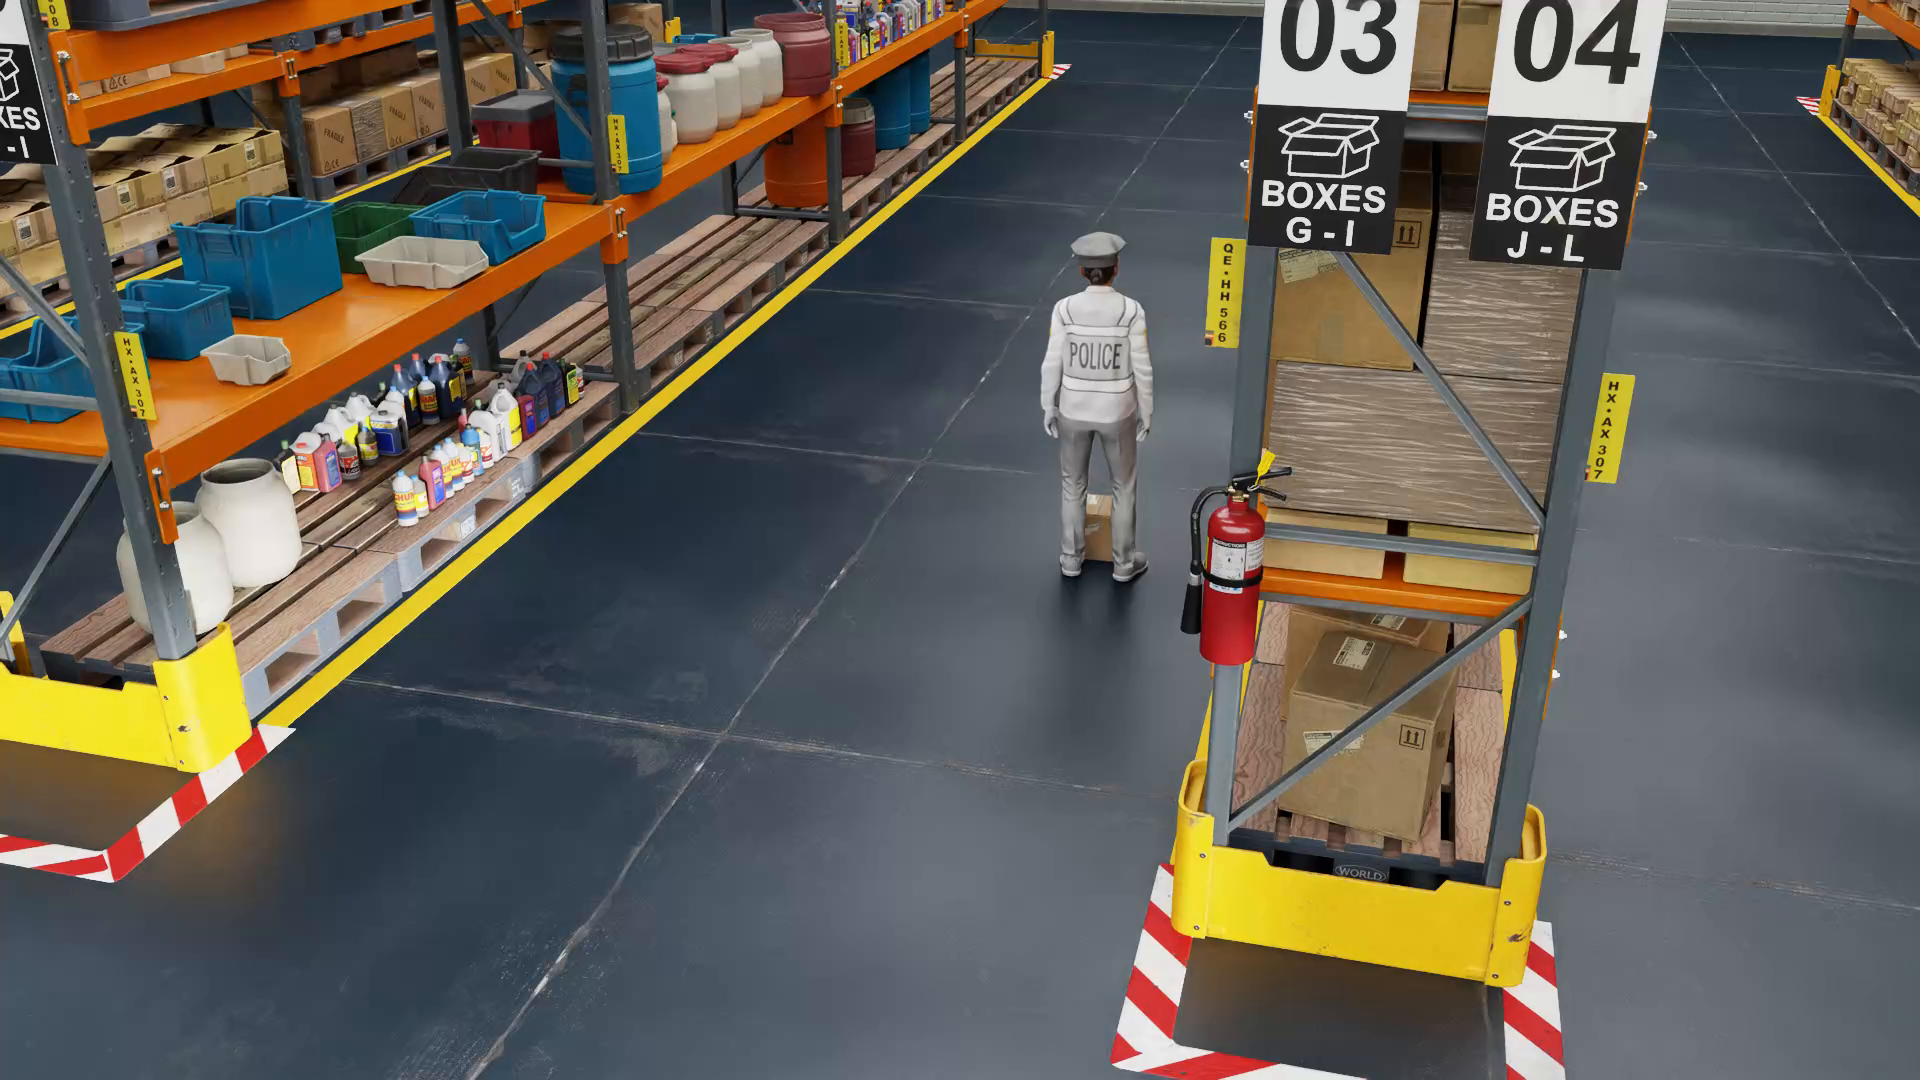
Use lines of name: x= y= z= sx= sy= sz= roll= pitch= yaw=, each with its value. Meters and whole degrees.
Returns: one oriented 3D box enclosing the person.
person: x=0.649 y=-0.598 z=7.862 sx=0.540 sy=1.662 sz=0.374 roll=5 pitch=26 yaw=10
